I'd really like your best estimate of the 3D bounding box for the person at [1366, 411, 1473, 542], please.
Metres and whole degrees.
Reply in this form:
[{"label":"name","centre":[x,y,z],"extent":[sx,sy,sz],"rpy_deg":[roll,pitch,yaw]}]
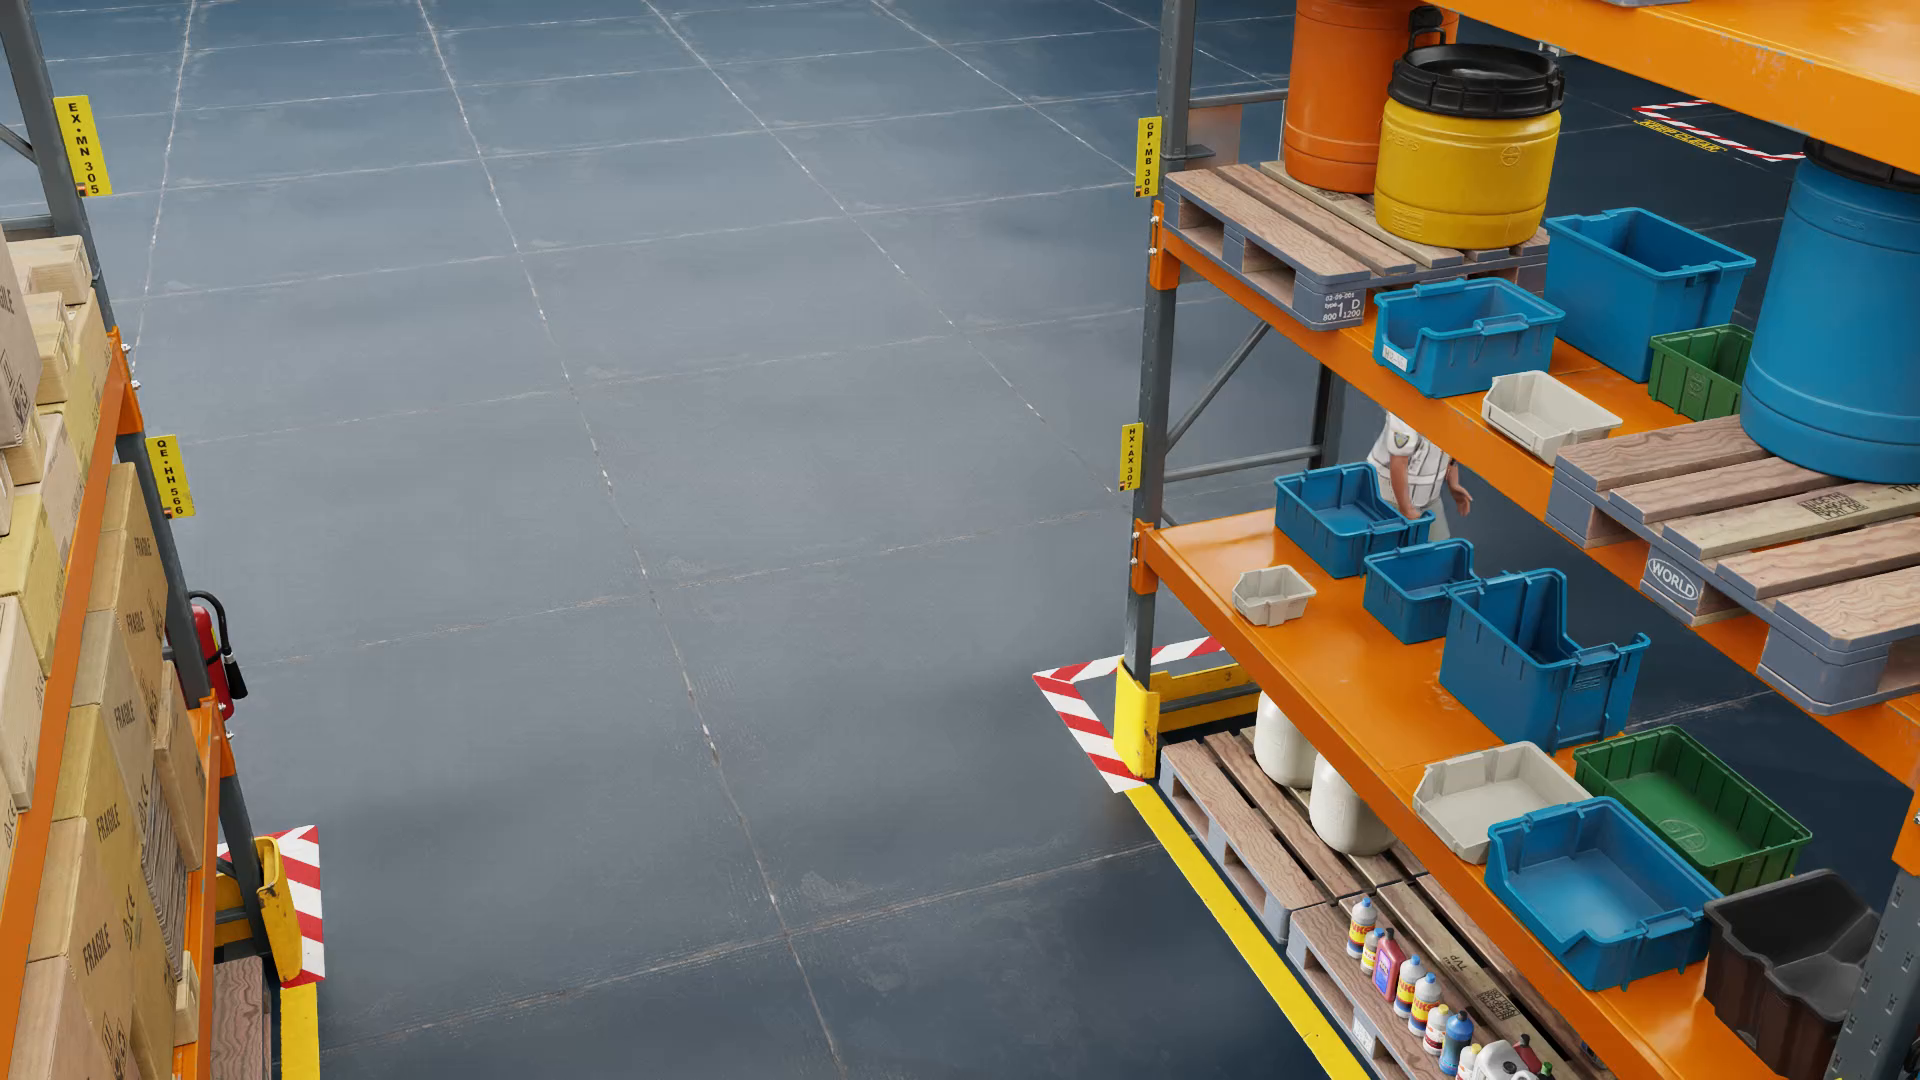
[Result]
[{"label":"person","centre":[2.431,-0.242,8.852],"extent":[0.564,1.678,0.539],"rpy_deg":[-24,37,-35]}]
